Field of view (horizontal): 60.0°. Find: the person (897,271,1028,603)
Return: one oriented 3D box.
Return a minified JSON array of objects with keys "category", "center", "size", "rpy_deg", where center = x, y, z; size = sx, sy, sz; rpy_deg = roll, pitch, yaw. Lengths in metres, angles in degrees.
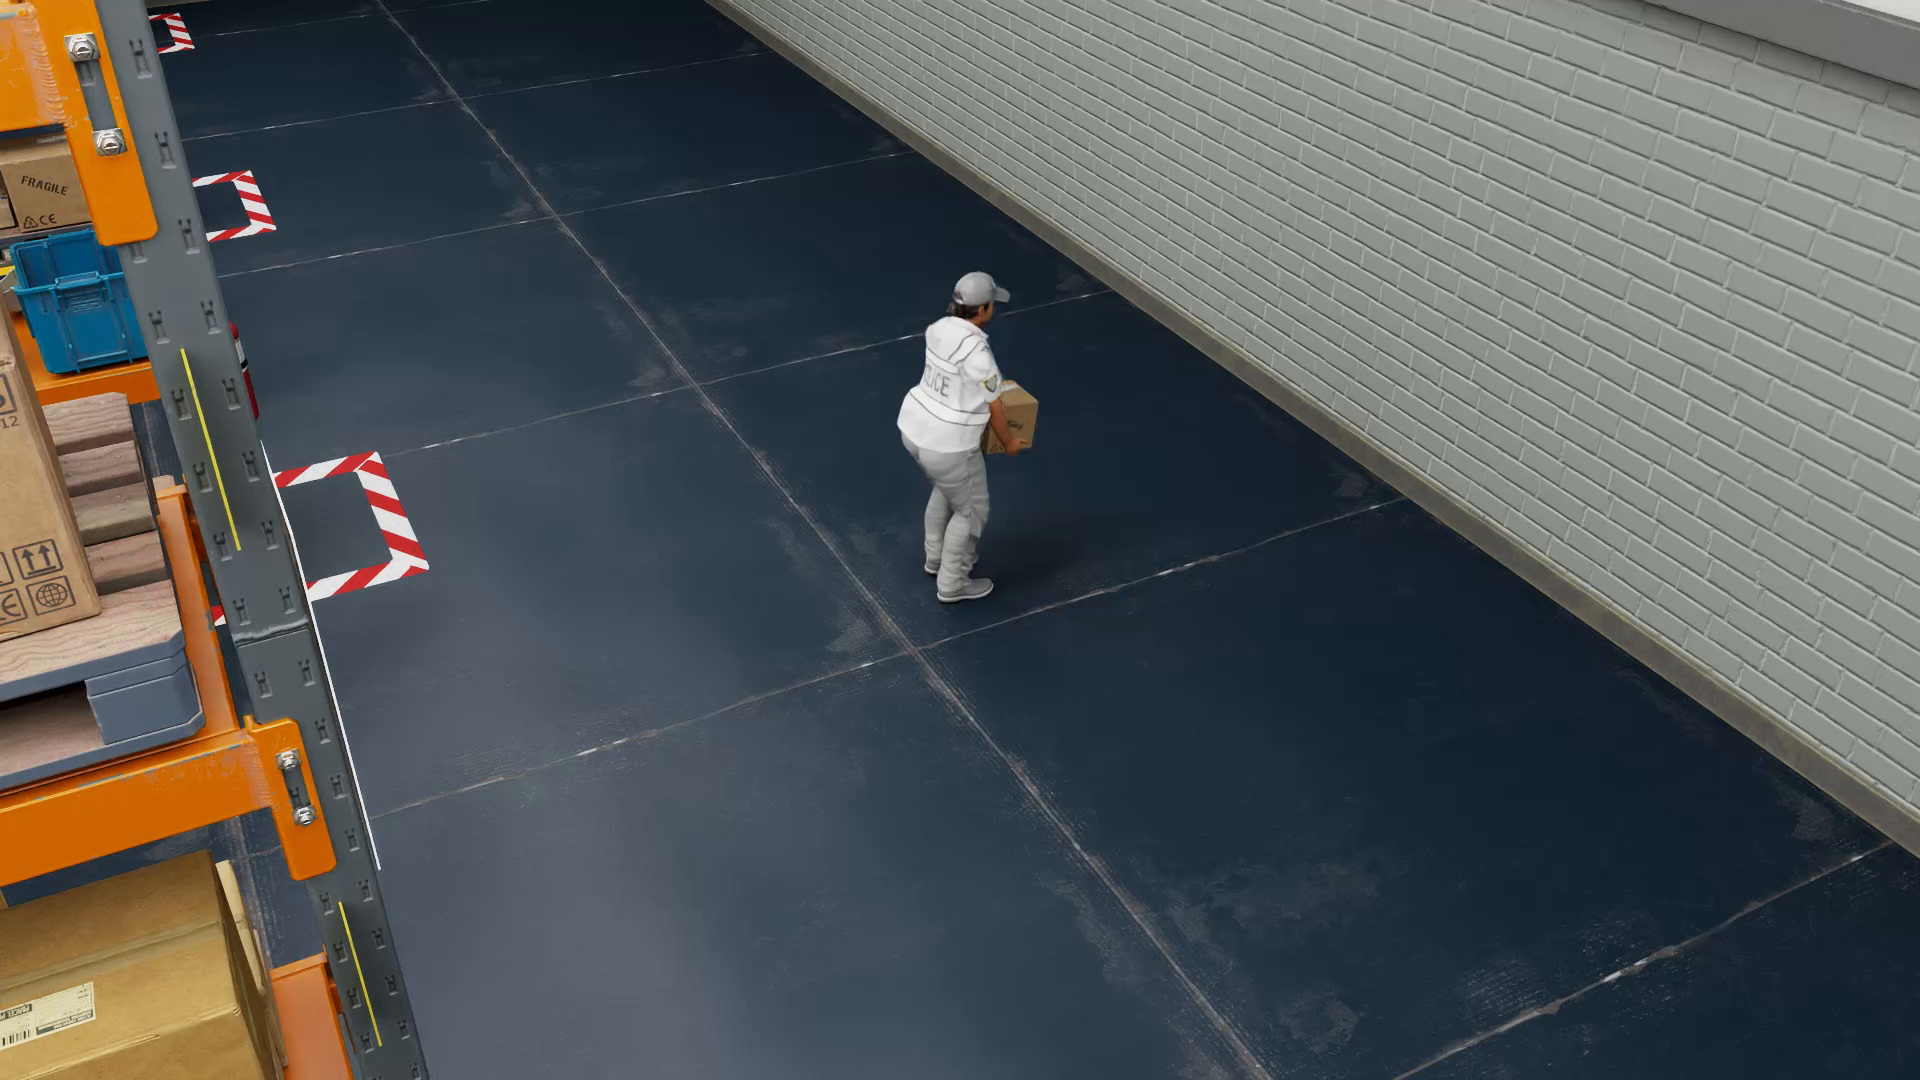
[{"category":"person","center":[0.005,-0.494,7.925],"size":[0.580,1.639,0.452],"rpy_deg":[-17,37,-24]}]
